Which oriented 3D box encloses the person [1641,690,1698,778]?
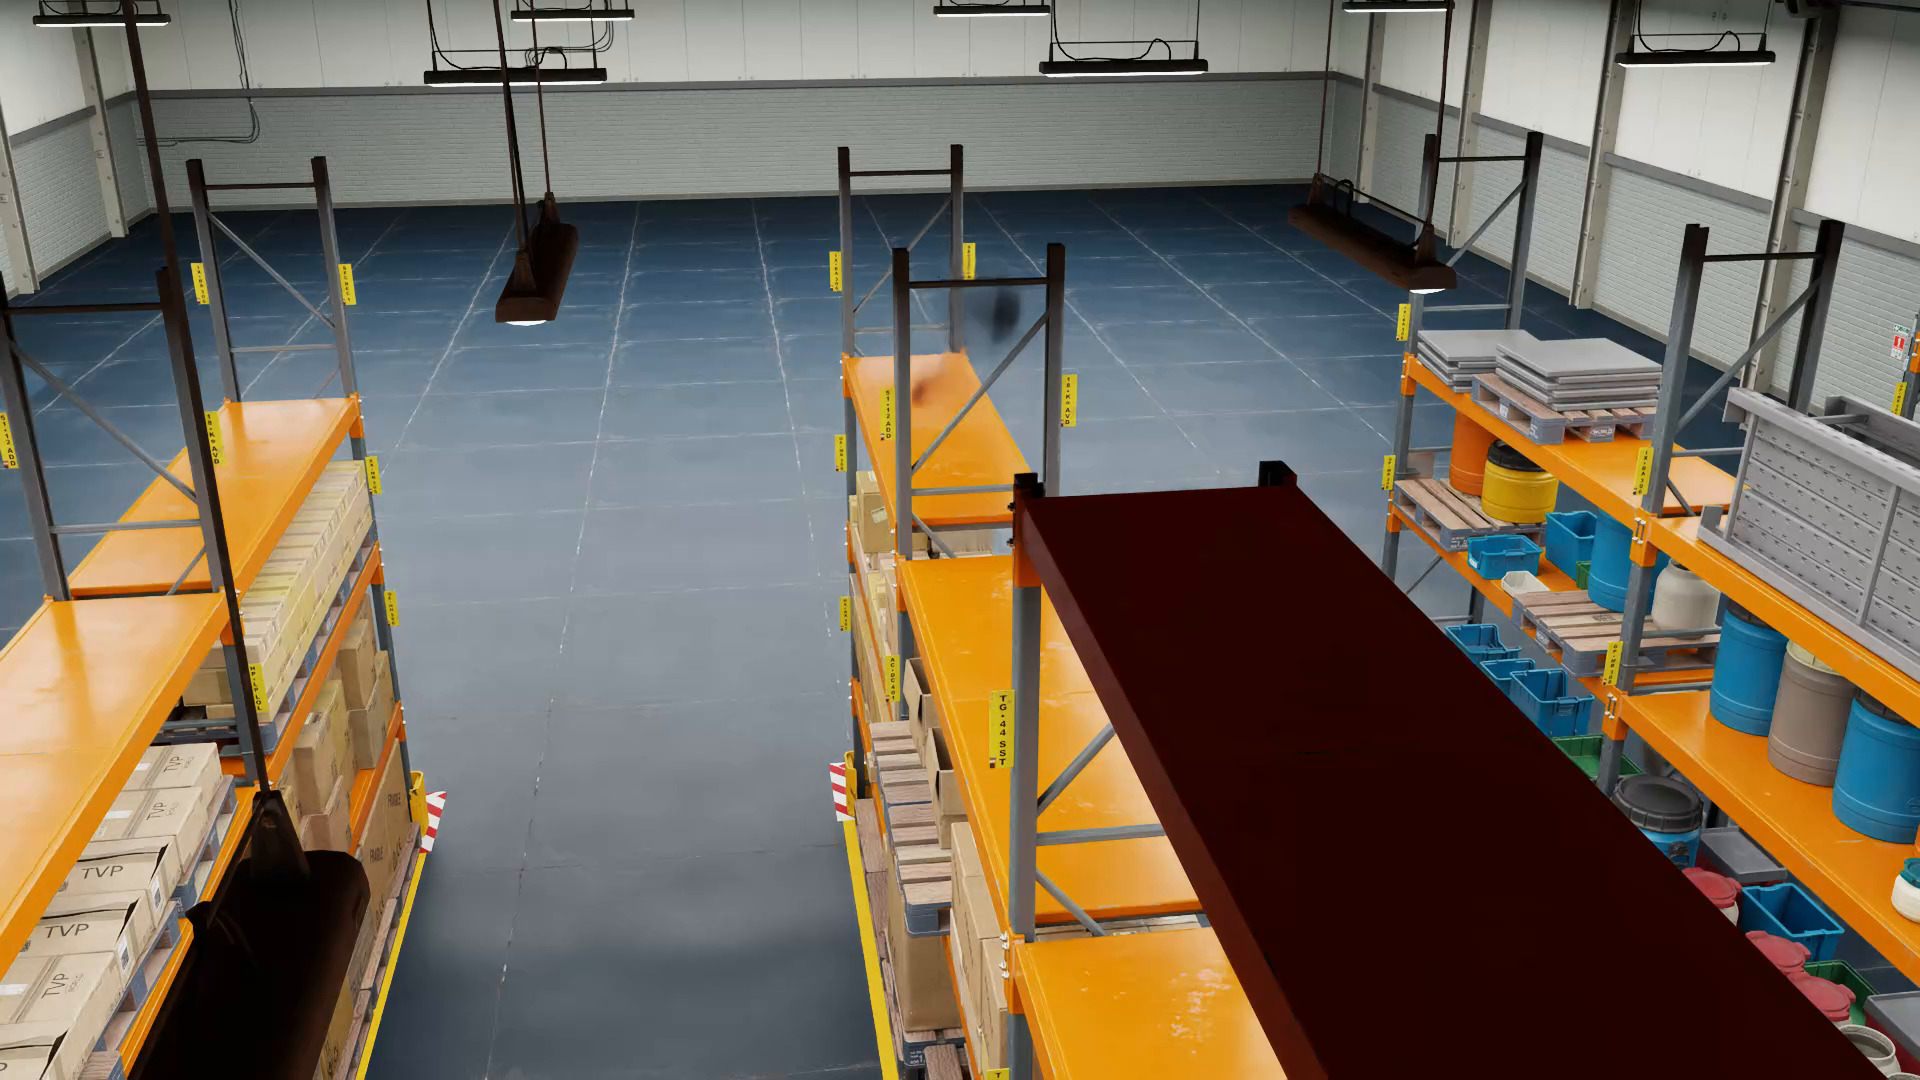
[{"bbox_3d":[6.283,1.756,14.940,0.561,1.667,0.567,-4,22,-10],"label":"person"}]
